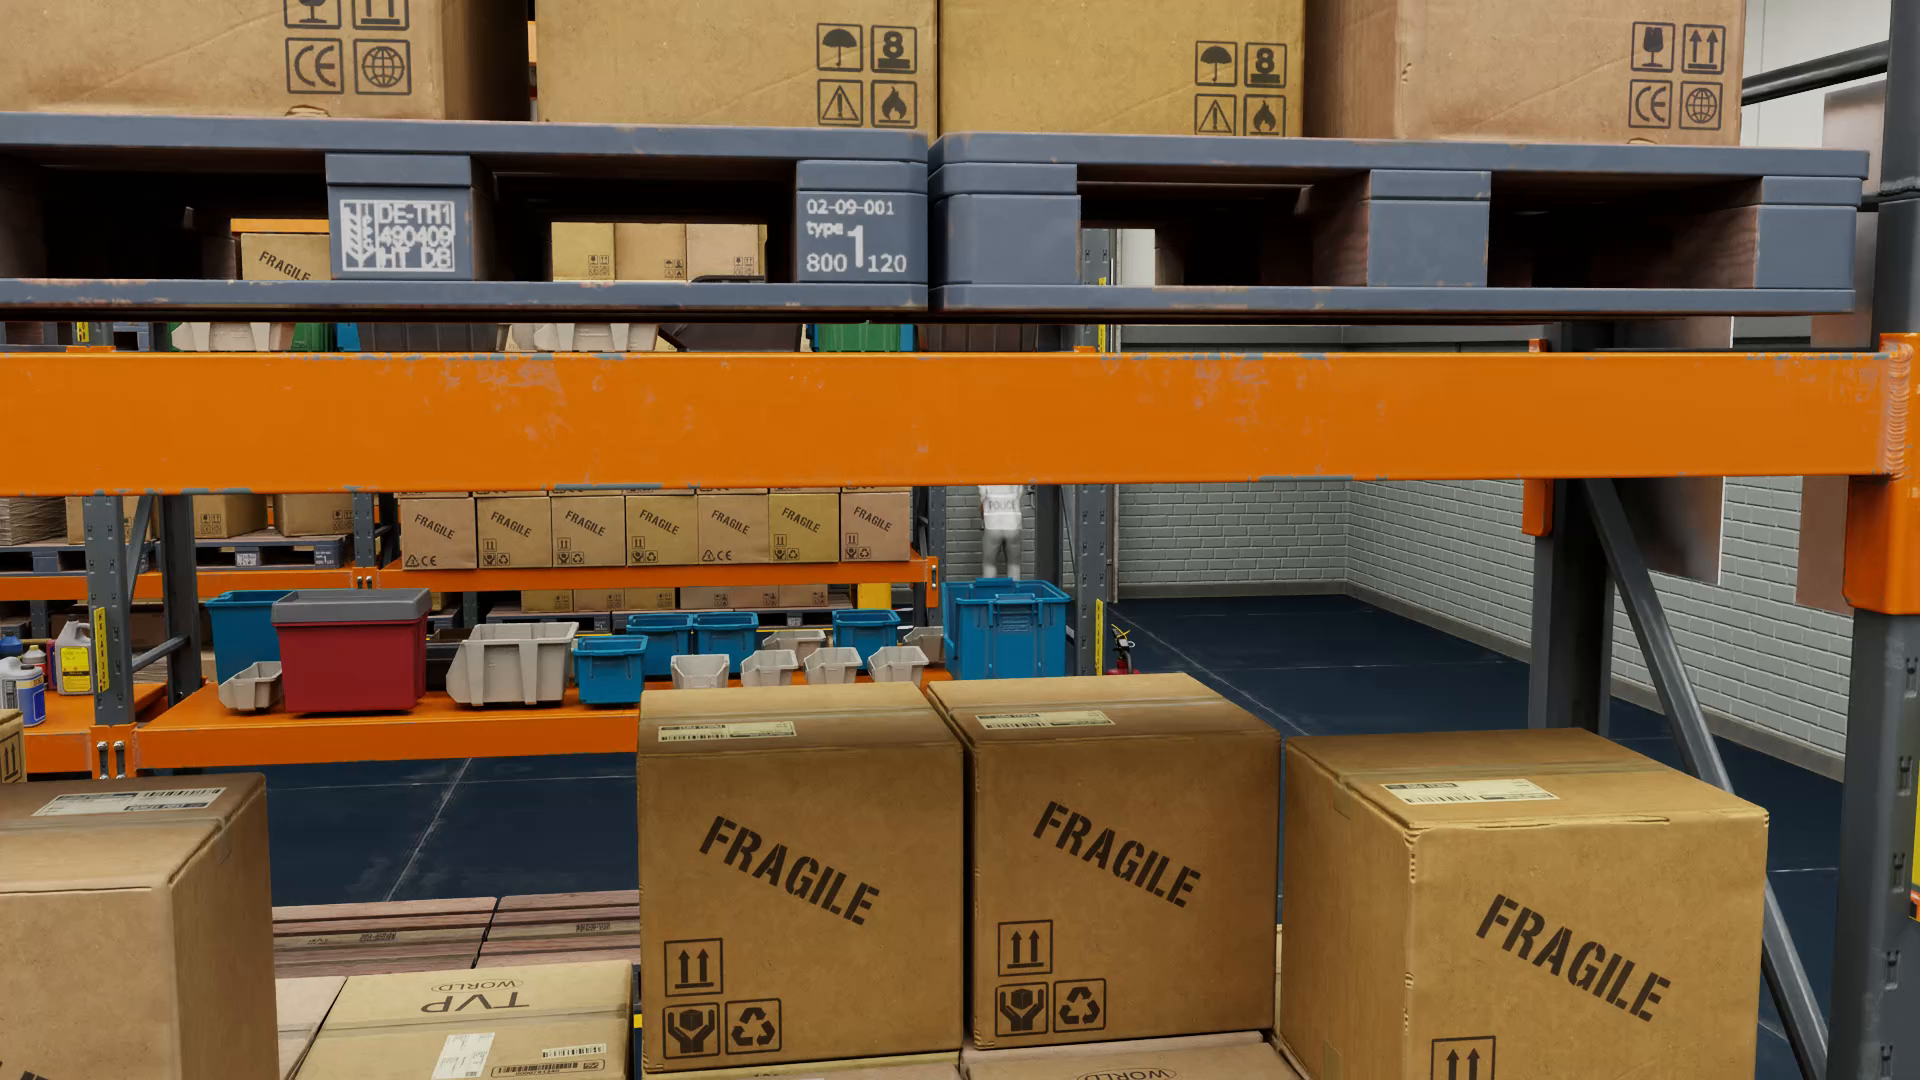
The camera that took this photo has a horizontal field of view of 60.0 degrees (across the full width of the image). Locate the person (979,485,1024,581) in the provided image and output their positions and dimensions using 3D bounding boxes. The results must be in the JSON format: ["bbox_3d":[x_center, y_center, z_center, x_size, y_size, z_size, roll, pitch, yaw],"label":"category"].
[{"bbox_3d":[0.432,-0.110,18.096,0.494,1.767,0.556,-1,6,-8],"label":"person"}]
